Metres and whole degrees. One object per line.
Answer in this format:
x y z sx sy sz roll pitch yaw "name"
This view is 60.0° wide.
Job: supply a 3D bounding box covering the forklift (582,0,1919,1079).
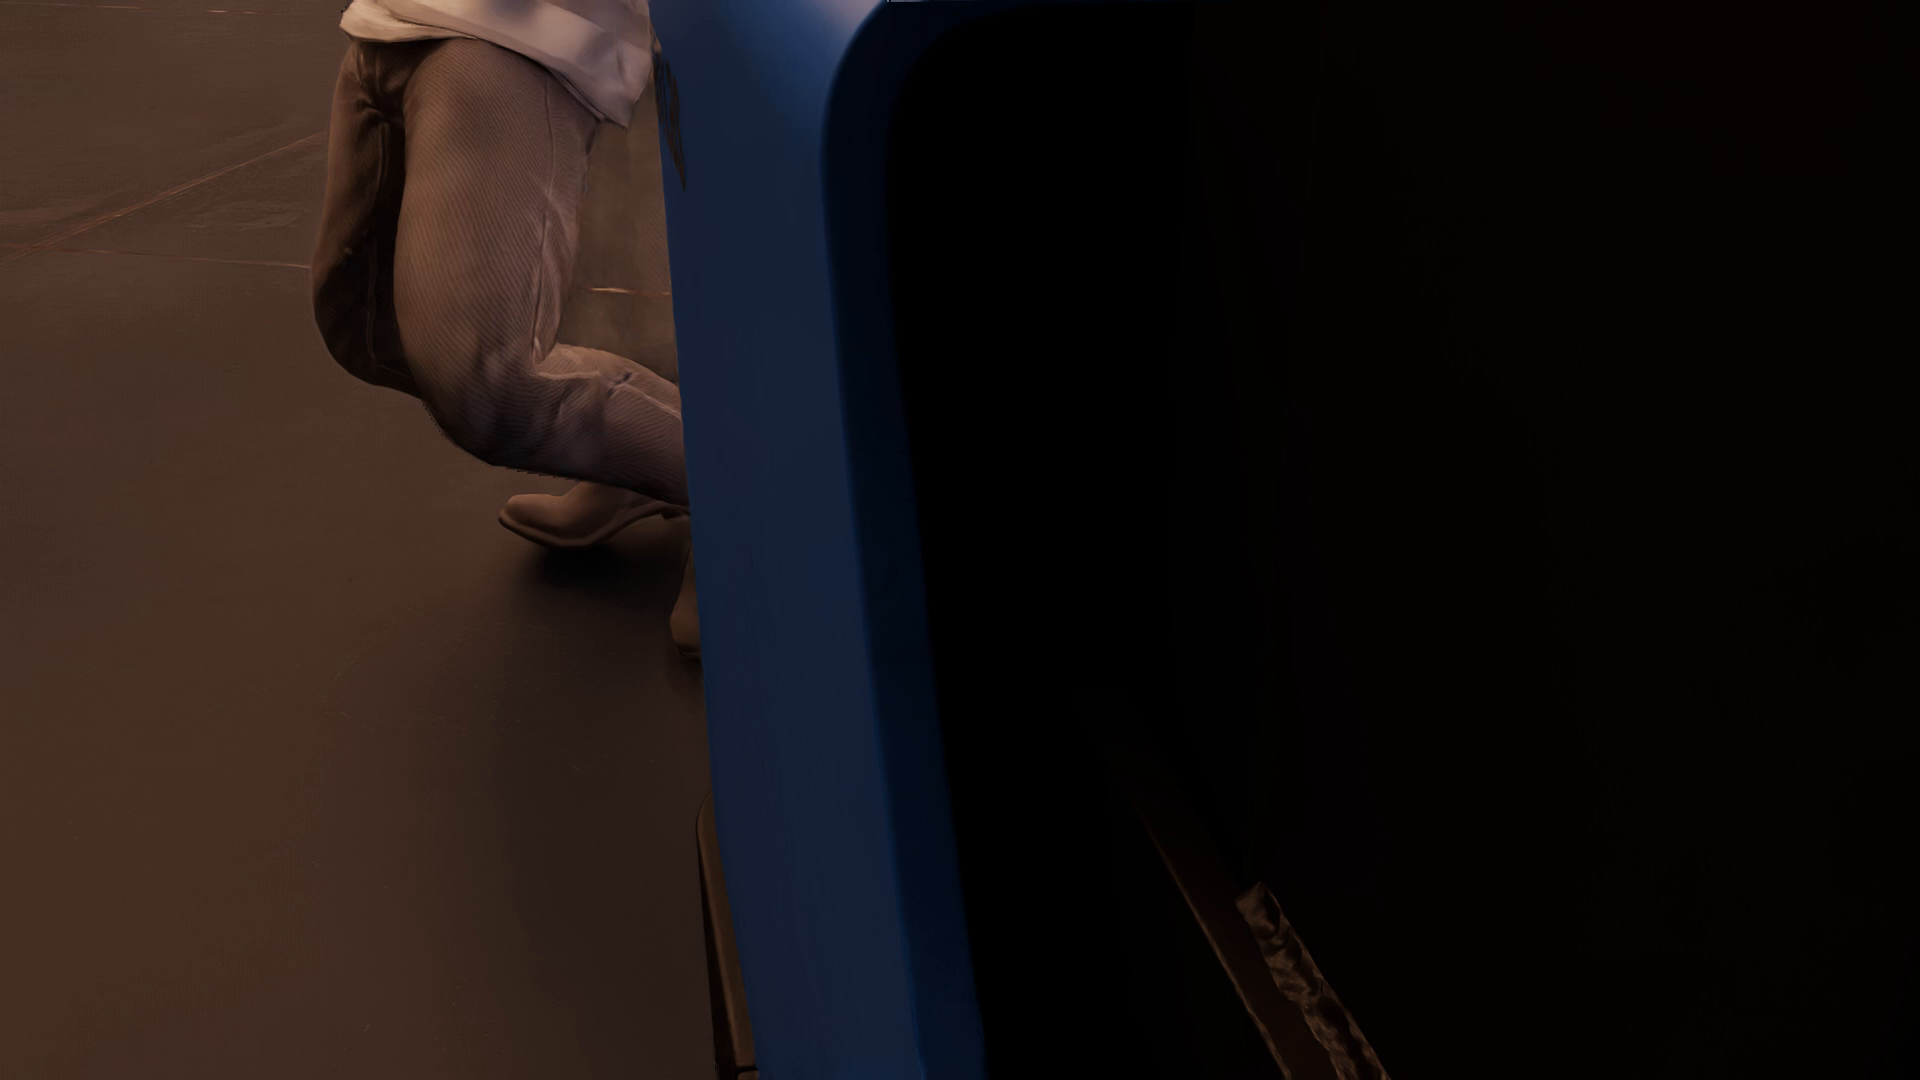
0.247 -0.946 1.122 1.130 2.935 3.031 -6 27 -12 "forklift"
